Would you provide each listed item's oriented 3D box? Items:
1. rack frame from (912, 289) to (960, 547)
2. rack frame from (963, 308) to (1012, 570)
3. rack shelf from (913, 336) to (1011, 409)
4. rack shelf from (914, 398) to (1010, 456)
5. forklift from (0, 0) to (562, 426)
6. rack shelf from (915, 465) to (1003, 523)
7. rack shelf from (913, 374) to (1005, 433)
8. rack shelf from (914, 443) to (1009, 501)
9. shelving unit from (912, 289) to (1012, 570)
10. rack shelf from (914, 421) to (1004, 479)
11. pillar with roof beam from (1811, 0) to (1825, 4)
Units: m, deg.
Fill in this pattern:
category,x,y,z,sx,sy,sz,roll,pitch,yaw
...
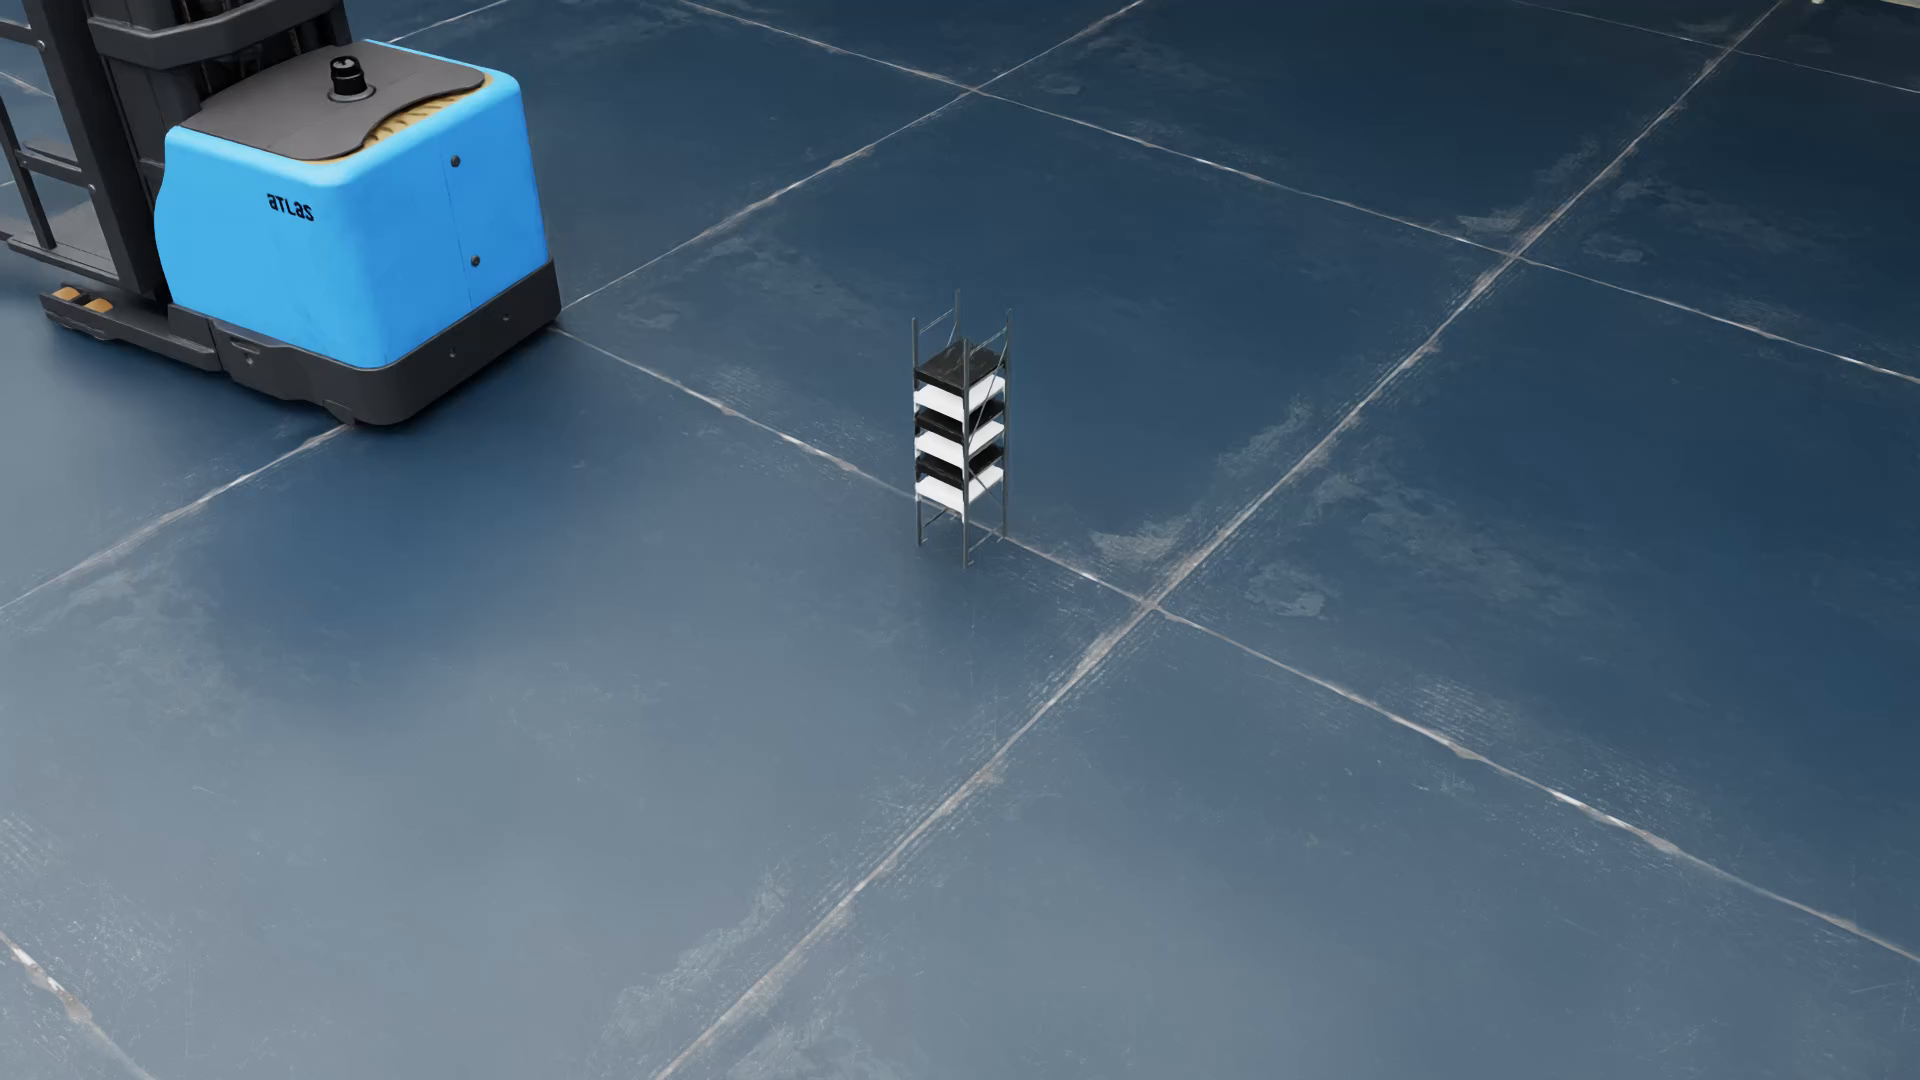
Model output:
category,x,y,z,sx,sy,sz,roll,pitch,yaw
rack frame,-0.074,-0.389,5.517,0.006,0.900,0.240,25,45,29
rack frame,0.087,-0.313,5.420,0.006,0.900,0.240,25,45,29
rack shelf,0.006,-0.538,5.323,0.200,0.077,0.258,25,45,29
rack shelf,0.006,-0.396,5.434,0.200,0.077,0.258,25,45,29
forklift,-3.181,-2.233,6.224,3.031,2.935,1.130,19,42,22
rack shelf,0.006,-0.183,5.600,0.200,0.077,0.258,25,45,29
rack shelf,0.006,-0.467,5.378,0.200,0.077,0.258,25,45,29
rack shelf,0.006,-0.254,5.545,0.200,0.077,0.258,25,45,29
shelving unit,0.006,-0.351,5.469,0.210,0.900,0.258,25,45,29
rack shelf,0.006,-0.325,5.489,0.200,0.077,0.258,25,45,29
pillar with roof beam,2.383,-4.737,4.500,0.400,9.000,9.100,25,45,29
